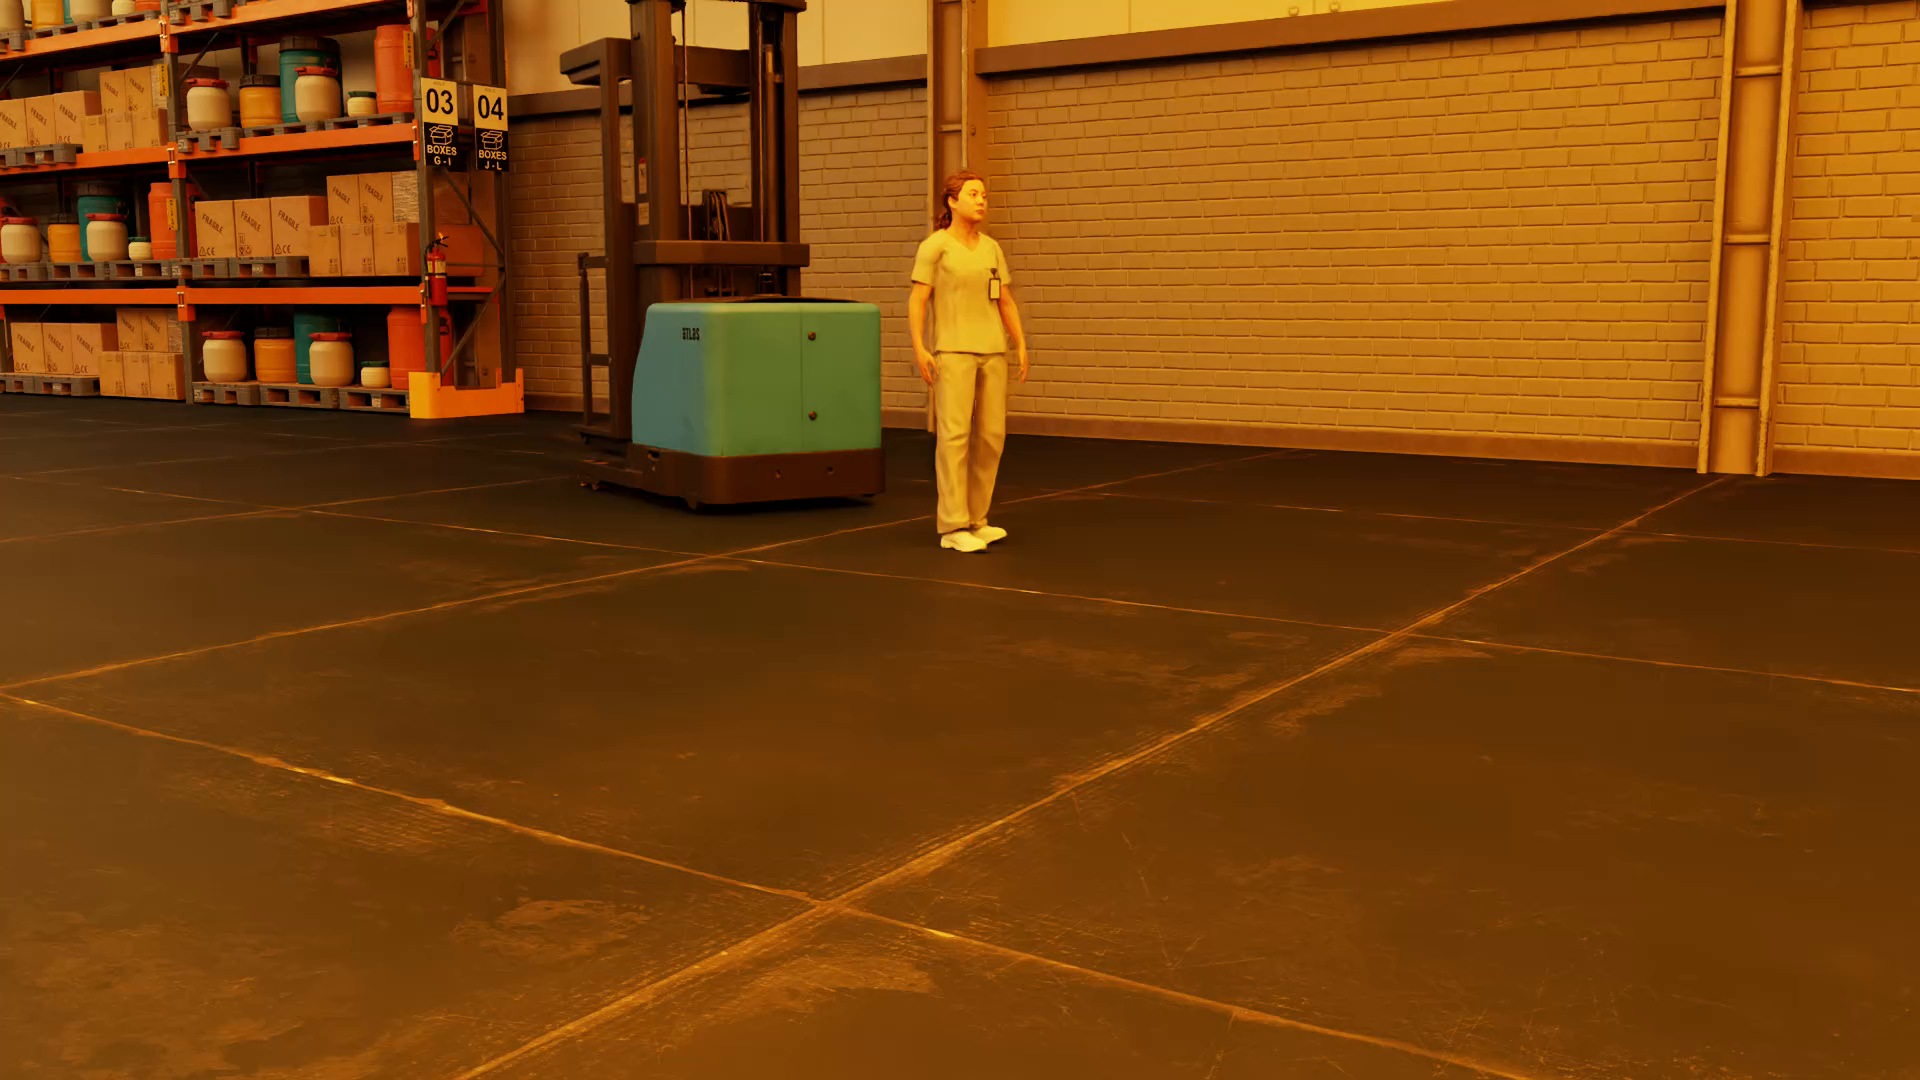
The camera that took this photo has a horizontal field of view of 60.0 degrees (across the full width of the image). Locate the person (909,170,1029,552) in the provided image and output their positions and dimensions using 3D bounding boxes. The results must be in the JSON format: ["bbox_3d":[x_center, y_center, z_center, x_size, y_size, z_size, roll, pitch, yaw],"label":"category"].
[{"bbox_3d":[0.078,-0.802,7.379,0.549,1.665,0.604,-5,9,-29],"label":"person"}]

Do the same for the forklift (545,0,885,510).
[{"bbox_3d":[-1.622,-1.772,9.655,1.130,2.935,3.031,-5,10,-32],"label":"forklift"}]
